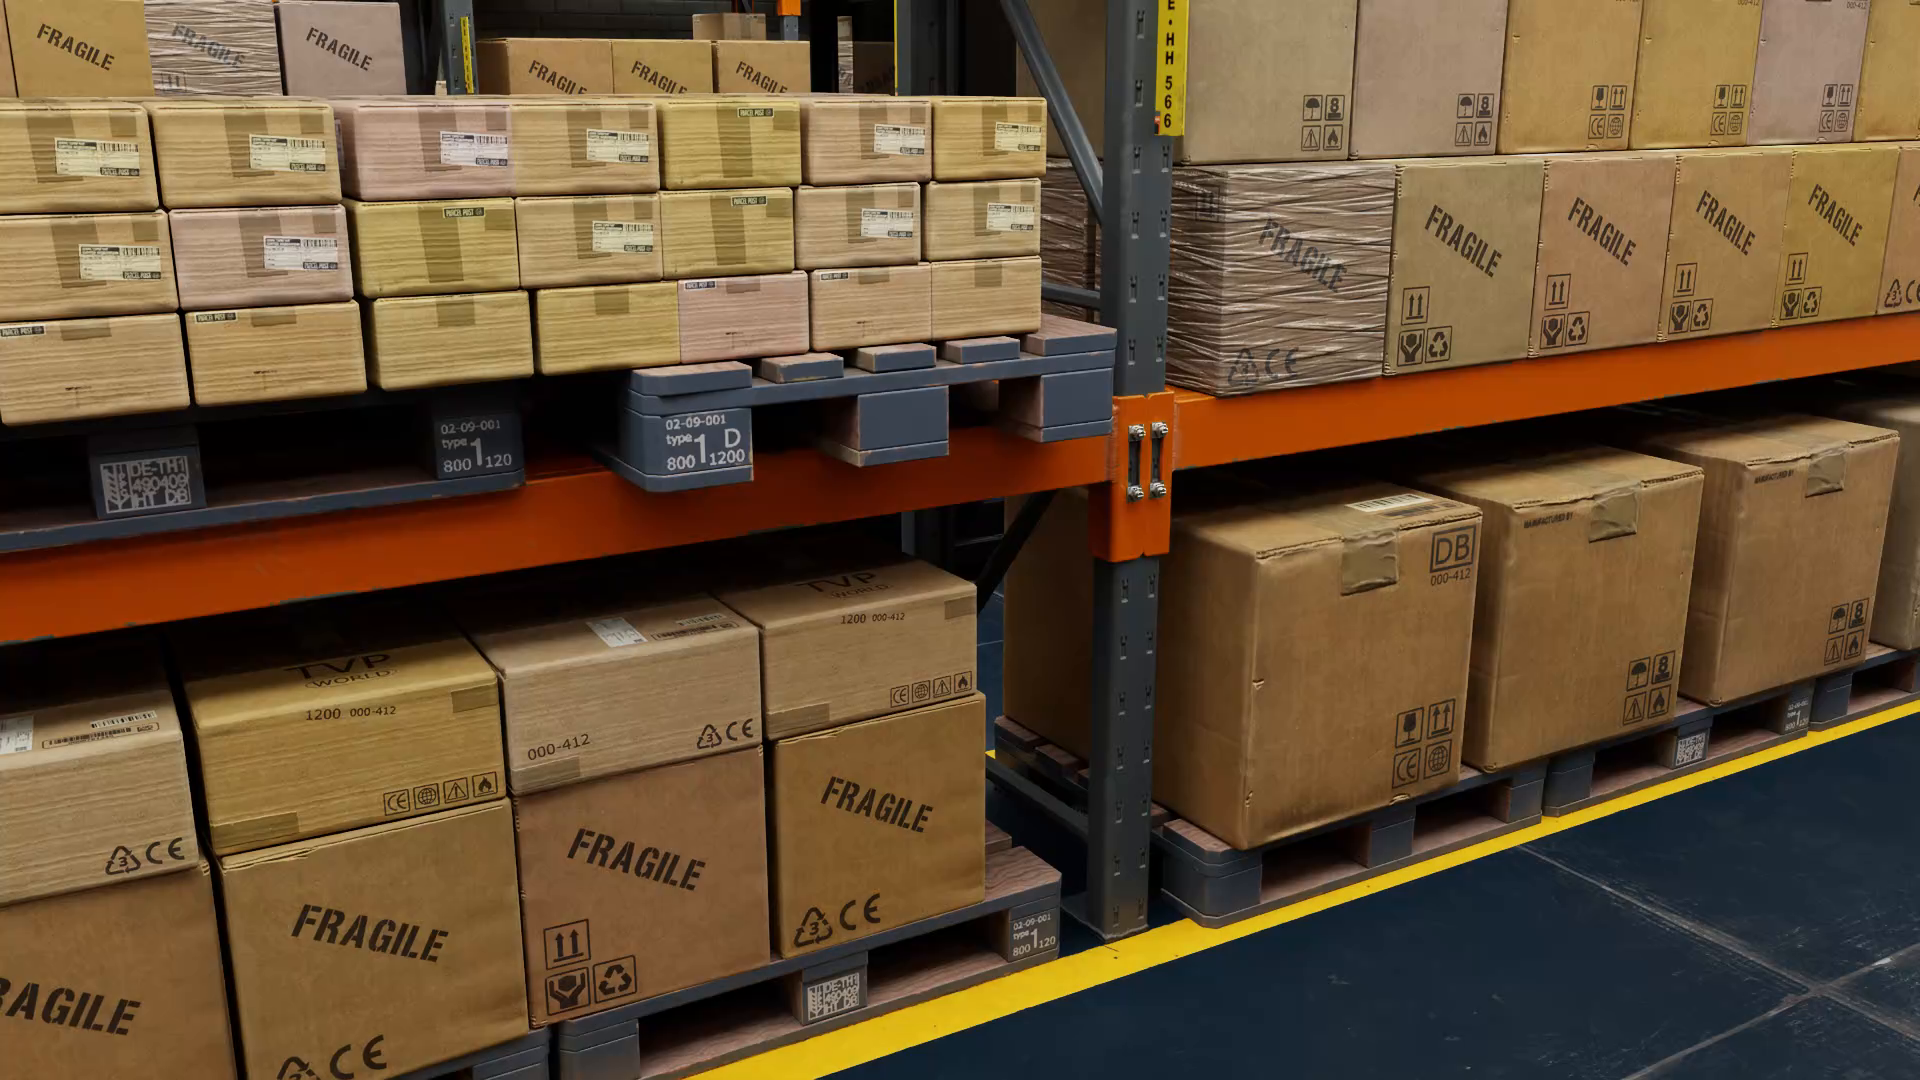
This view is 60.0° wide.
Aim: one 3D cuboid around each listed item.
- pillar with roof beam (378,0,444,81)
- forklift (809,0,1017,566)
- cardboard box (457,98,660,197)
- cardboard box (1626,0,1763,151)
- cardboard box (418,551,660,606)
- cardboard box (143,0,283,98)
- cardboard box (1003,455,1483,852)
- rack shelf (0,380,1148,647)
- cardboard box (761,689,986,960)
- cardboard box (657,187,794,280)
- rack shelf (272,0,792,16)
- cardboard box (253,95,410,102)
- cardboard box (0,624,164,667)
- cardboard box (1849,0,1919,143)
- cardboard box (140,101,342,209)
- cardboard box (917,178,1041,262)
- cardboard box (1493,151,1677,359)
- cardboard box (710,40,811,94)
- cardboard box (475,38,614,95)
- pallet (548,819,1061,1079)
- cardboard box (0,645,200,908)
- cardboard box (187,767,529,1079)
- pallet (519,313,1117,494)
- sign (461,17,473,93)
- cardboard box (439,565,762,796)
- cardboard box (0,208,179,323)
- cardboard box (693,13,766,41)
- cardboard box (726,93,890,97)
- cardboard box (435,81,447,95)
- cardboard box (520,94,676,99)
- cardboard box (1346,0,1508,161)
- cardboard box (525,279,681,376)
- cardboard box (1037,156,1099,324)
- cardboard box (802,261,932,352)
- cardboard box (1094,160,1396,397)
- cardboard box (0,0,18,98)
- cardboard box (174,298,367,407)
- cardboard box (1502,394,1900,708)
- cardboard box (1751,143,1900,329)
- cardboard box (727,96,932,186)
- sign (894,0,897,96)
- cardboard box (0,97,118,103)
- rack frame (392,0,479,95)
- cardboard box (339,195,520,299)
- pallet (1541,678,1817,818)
[{"bbox_3d":[-2.180,-5.165,9.162,0.400,9.000,9.100,-9,18,-30],"label":"pillar with roof beam"},{"bbox_3d":[-0.546,-1.327,6.713,3.031,2.935,1.130,-9,18,-29],"label":"forklift"},{"bbox_3d":[-0.707,-0.688,2.892,0.250,0.149,0.380,-9,18,-28],"label":"cardboard box"},{"bbox_3d":[1.845,-1.406,4.832,0.500,0.500,0.700,-9,18,-30],"label":"cardboard box"},{"bbox_3d":[-1.005,0.148,3.790,0.500,0.250,0.500,-9,18,-30],"label":"cardboard box"},{"bbox_3d":[-3.235,-2.058,7.158,0.500,0.500,0.500,-9,18,-29],"label":"cardboard box"},{"bbox_3d":[0.714,0.214,4.479,0.750,0.750,1.050,-9,18,-30],"label":"cardboard box"},{"bbox_3d":[-1.569,0.021,3.109,4.000,0.370,1.077,-9,18,-30],"label":"rack shelf"},{"bbox_3d":[-0.284,0.550,3.743,0.500,0.500,0.500,-9,18,-30],"label":"cardboard box"},{"bbox_3d":[-0.496,-0.579,3.054,0.250,0.149,0.380,-9,18,-28],"label":"cardboard box"},{"bbox_3d":[-3.336,-4.258,12.819,4.000,0.370,1.077,-9,18,-30],"label":"rack shelf"},{"bbox_3d":[-1.250,-0.806,3.312,0.250,0.149,0.380,-8,18,-27],"label":"cardboard box"},{"bbox_3d":[-1.882,0.286,3.296,0.500,0.250,0.500,-10,19,-32],"label":"cardboard box"},{"bbox_3d":[2.712,-1.546,5.331,0.500,0.500,0.700,-10,18,-31],"label":"cardboard box"},{"bbox_3d":[-1.148,-0.617,2.640,0.250,0.149,0.380,-8,18,-27],"label":"cardboard box"},{"bbox_3d":[-0.044,-0.654,3.320,0.250,0.149,0.380,-9,18,-29],"label":"cardboard box"},{"bbox_3d":[1.536,-0.793,4.495,0.500,0.500,0.500,-9,18,-30],"label":"cardboard box"},{"bbox_3d":[-1.091,-2.286,8.495,0.500,0.500,0.500,-9,18,-29],"label":"cardboard box"},{"bbox_3d":[-1.986,-2.137,7.961,0.500,0.500,0.500,-10,18,-31],"label":"cardboard box"},{"bbox_3d":[-0.525,0.848,3.994,1.213,0.211,1.003,-9,18,-30],"label":"pallet"},{"bbox_3d":[-1.619,0.407,2.864,0.500,0.250,0.500,-8,18,-28],"label":"cardboard box"},{"bbox_3d":[-1.176,0.699,3.213,0.500,0.500,0.500,-10,19,-32],"label":"cardboard box"},{"bbox_3d":[-0.411,-0.387,3.589,1.003,0.211,1.213,-9,18,-30],"label":"pallet"},{"bbox_3d":[-2.202,-2.164,7.427,0.005,0.325,0.100,-9,18,-30],"label":"sign"},{"bbox_3d":[-0.733,0.266,3.369,0.500,0.250,0.500,-9,18,-29],"label":"cardboard box"},{"bbox_3d":[-1.369,-0.438,2.551,0.250,0.149,0.380,-10,18,-31],"label":"cardboard box"},{"bbox_3d":[-1.233,-2.733,8.886,0.250,0.149,0.380,-10,19,-32],"label":"cardboard box"},{"bbox_3d":[-0.354,-0.951,3.830,0.250,0.149,0.380,-9,18,-30],"label":"cardboard box"},{"bbox_3d":[-3.972,-3.337,12.371,0.250,0.149,0.380,-9,18,-29],"label":"cardboard box"},{"bbox_3d":[-0.792,-0.880,3.578,0.250,0.149,0.380,-9,18,-30],"label":"cardboard box"},{"bbox_3d":[0.968,-1.263,4.322,0.500,0.500,0.700,-10,18,-31],"label":"cardboard box"},{"bbox_3d":[-0.690,-0.406,2.987,0.250,0.149,0.380,-9,18,-30],"label":"cardboard box"},{"bbox_3d":[0.393,-0.776,4.436,0.500,0.500,0.500,-9,18,-30],"label":"cardboard box"},{"bbox_3d":[-0.254,-0.475,3.236,0.250,0.149,0.380,-9,18,-30],"label":"cardboard box"},{"bbox_3d":[0.669,-0.651,3.990,0.500,0.500,0.500,-9,18,-29],"label":"cardboard box"},{"bbox_3d":[-4.101,-1.922,6.672,0.500,0.500,0.500,-10,18,-31],"label":"cardboard box"},{"bbox_3d":[-1.143,-0.332,2.726,0.250,0.149,0.380,-9,18,-28],"label":"cardboard box"},{"bbox_3d":[2.260,-0.038,5.377,0.750,0.750,1.050,-9,18,-30],"label":"cardboard box"},{"bbox_3d":[2.398,-0.932,4.994,0.500,0.500,0.500,-9,18,-29],"label":"cardboard box"},{"bbox_3d":[-0.255,-0.762,3.157,0.250,0.149,0.380,-9,18,-30],"label":"cardboard box"},{"bbox_3d":[-0.143,-1.289,4.304,0.005,0.325,0.100,-9,18,-30],"label":"sign"},{"bbox_3d":[-1.692,-0.735,3.058,0.250,0.149,0.380,-10,18,-30],"label":"cardboard box"},{"bbox_3d":[-2.490,-1.734,8.040,0.127,3.000,1.000,-9,18,-30],"label":"rack frame"},{"bbox_3d":[-0.925,-0.510,2.809,0.250,0.149,0.380,-9,18,-30],"label":"cardboard box"},{"bbox_3d":[1.905,0.479,5.310,1.213,0.211,1.003,-9,18,-30],"label":"pallet"}]
